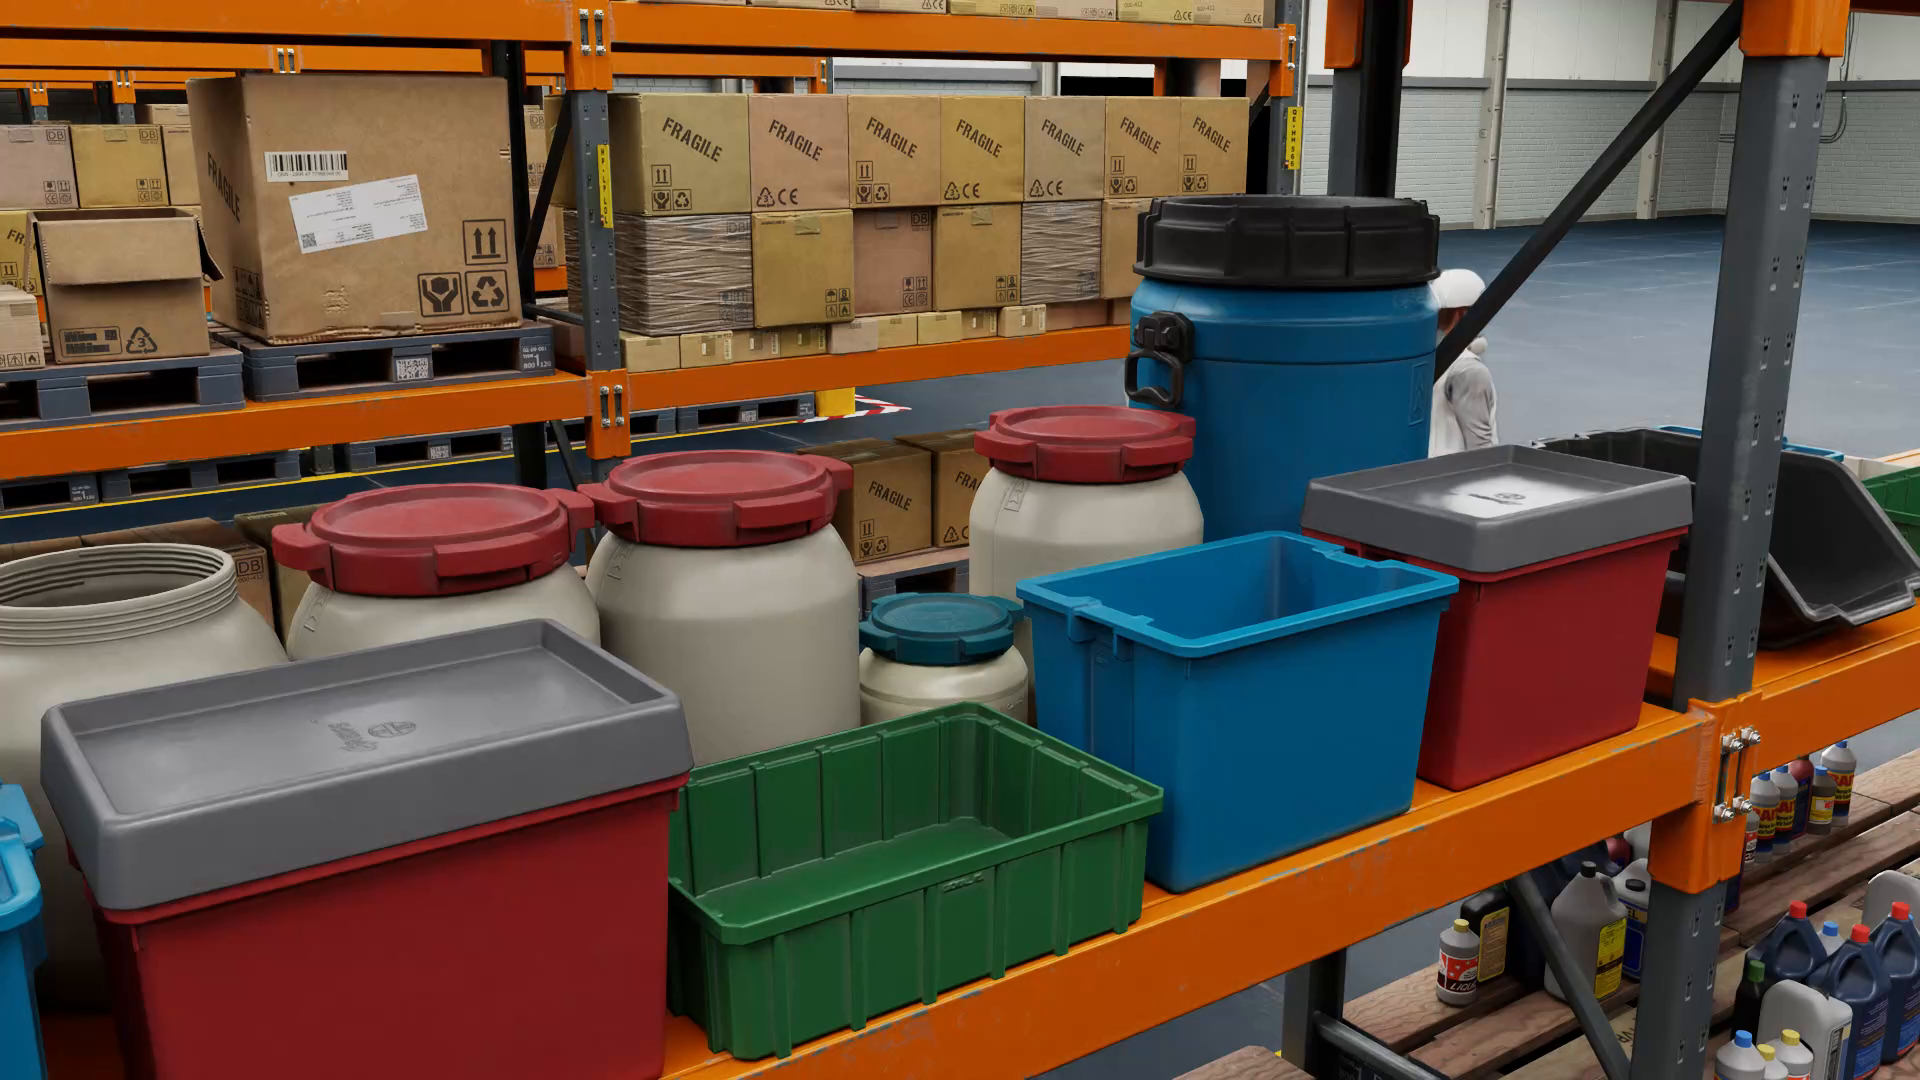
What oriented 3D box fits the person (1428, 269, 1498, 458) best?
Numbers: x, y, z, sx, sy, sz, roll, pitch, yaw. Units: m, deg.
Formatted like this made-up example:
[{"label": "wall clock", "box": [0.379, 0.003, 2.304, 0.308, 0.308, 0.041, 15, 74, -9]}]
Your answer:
[{"label": "person", "box": [1.932, -0.217, 6.763, 0.786, 1.746, 0.567, -4, 15, -16]}]
